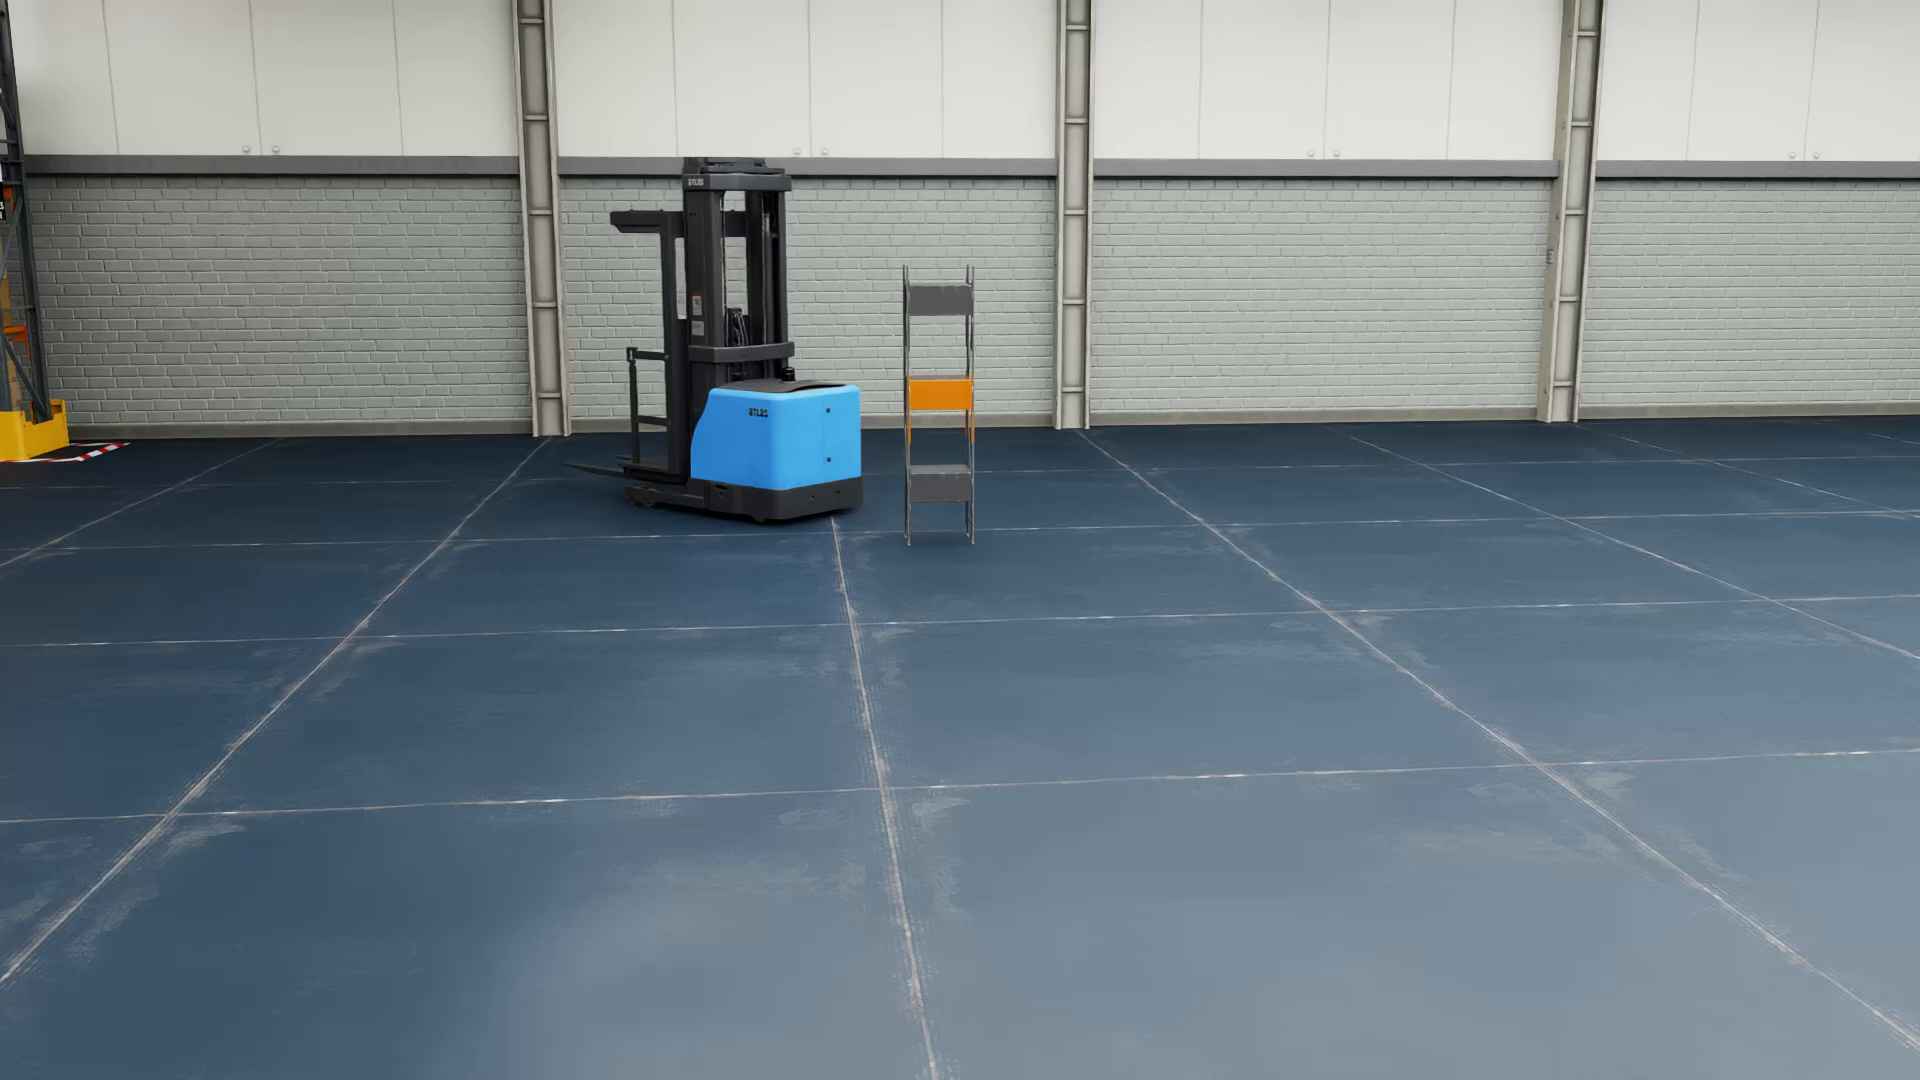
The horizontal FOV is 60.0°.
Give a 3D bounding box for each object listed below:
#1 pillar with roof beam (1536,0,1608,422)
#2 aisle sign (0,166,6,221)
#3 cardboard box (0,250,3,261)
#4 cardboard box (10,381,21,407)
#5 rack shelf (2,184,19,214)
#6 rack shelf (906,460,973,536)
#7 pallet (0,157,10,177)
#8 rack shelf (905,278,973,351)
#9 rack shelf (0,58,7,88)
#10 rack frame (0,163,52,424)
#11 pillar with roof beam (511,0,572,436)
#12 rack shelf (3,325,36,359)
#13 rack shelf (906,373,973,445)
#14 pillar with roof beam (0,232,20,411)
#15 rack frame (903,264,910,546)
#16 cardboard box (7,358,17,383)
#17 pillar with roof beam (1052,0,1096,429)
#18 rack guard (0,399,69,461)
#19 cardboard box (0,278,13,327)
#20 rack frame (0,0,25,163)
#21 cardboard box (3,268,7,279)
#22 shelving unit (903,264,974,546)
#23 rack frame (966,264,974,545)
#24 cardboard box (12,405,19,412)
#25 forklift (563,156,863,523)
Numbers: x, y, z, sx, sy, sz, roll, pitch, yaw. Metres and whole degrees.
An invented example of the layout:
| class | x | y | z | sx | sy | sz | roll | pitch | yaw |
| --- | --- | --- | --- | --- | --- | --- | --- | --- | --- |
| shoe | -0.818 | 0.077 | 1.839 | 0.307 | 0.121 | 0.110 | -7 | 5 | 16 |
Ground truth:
| class | x | y | z | sx | sy | sz | roll | pitch | yaw |
| --- | --- | --- | --- | --- | --- | --- | --- | --- | --- |
| pillar with roof beam | 7.737 | -5.046 | 15.207 | 0.400 | 9.000 | 9.100 | -1 | 11 | -6 |
| aisle sign | -9.736 | -3.615 | 16.742 | 0.004 | 0.787 | 0.394 | -1 | 11 | -6 |
| cardboard box | -10.190 | -2.942 | 17.344 | 0.250 | 0.149 | 0.380 | -1 | 11 | -7 |
| cardboard box | -10.322 | -1.527 | 17.601 | 0.500 | 0.250 | 0.500 | -1 | 11 | -5 |
| rack shelf | -11.821 | -3.472 | 16.840 | 4.000 | 0.370 | 1.077 | -1 | 11 | -6 |
| rack shelf | -0.165 | -0.327 | 12.786 | 0.480 | 0.518 | 0.431 | -1 | 11 | -6 |
| pallet | -10.538 | -3.813 | 16.941 | 1.213 | 0.211 | 1.003 | -1 | 11 | -6 |
| rack shelf | -0.165 | -1.700 | 12.516 | 0.480 | 0.518 | 0.431 | -1 | 11 | -6 |
| rack shelf | -11.821 | -4.747 | 16.589 | 4.000 | 0.370 | 1.077 | -1 | 11 | -6 |
| rack frame | -9.833 | -2.394 | 17.272 | 0.127 | 3.000 | 1.000 | -1 | 11 | -6 |
| pillar with roof beam | -4.192 | -4.796 | 13.935 | 0.400 | 9.000 | 9.100 | -1 | 11 | -6 |
| rack shelf | -11.821 | -2.000 | 17.129 | 4.000 | 0.370 | 1.077 | -1 | 11 | -6 |
| rack shelf | -0.165 | -1.013 | 12.651 | 0.480 | 0.518 | 0.431 | -1 | 11 | -6 |
| pillar with roof beam | -10.157 | -4.671 | 13.299 | 0.400 | 9.000 | 9.100 | -1 | 11 | -6 |
| rack frame | -0.407 | -1.022 | 12.622 | 0.015 | 2.100 | 0.400 | -1 | 11 | -6 |
| cardboard box | -10.331 | -1.768 | 17.534 | 0.500 | 0.250 | 0.500 | -1 | 11 | -7 |
| pillar with roof beam | 1.773 | -4.921 | 14.571 | 0.400 | 9.000 | 9.100 | -1 | 11 | -6 |
| rack guard | -9.809 | -1.168 | 17.516 | 0.348 | 0.500 | 1.175 | -1 | 11 | -6 |
| cardboard box | -10.355 | -2.486 | 17.481 | 0.500 | 0.500 | 0.500 | -1 | 11 | -4 |
| rack frame | -9.833 | -5.338 | 16.693 | 0.127 | 3.000 | 1.000 | -1 | 11 | -6 |
| cardboard box | -10.198 | -2.805 | 17.417 | 0.250 | 0.149 | 0.380 | -1 | 11 | -8 |
| shelving unit | -0.165 | -1.027 | 12.648 | 0.503 | 2.100 | 0.431 | -1 | 11 | -6 |
| rack frame | 0.078 | -1.032 | 12.674 | 0.015 | 2.100 | 0.400 | -1 | 11 | -6 |
| cardboard box | -10.342 | -1.279 | 17.635 | 0.500 | 0.250 | 0.500 | -1 | 11 | -6 |
| forklift | -2.276 | -1.786 | 14.357 | 3.031 | 2.935 | 1.130 | 9 | 14 | 39 |
